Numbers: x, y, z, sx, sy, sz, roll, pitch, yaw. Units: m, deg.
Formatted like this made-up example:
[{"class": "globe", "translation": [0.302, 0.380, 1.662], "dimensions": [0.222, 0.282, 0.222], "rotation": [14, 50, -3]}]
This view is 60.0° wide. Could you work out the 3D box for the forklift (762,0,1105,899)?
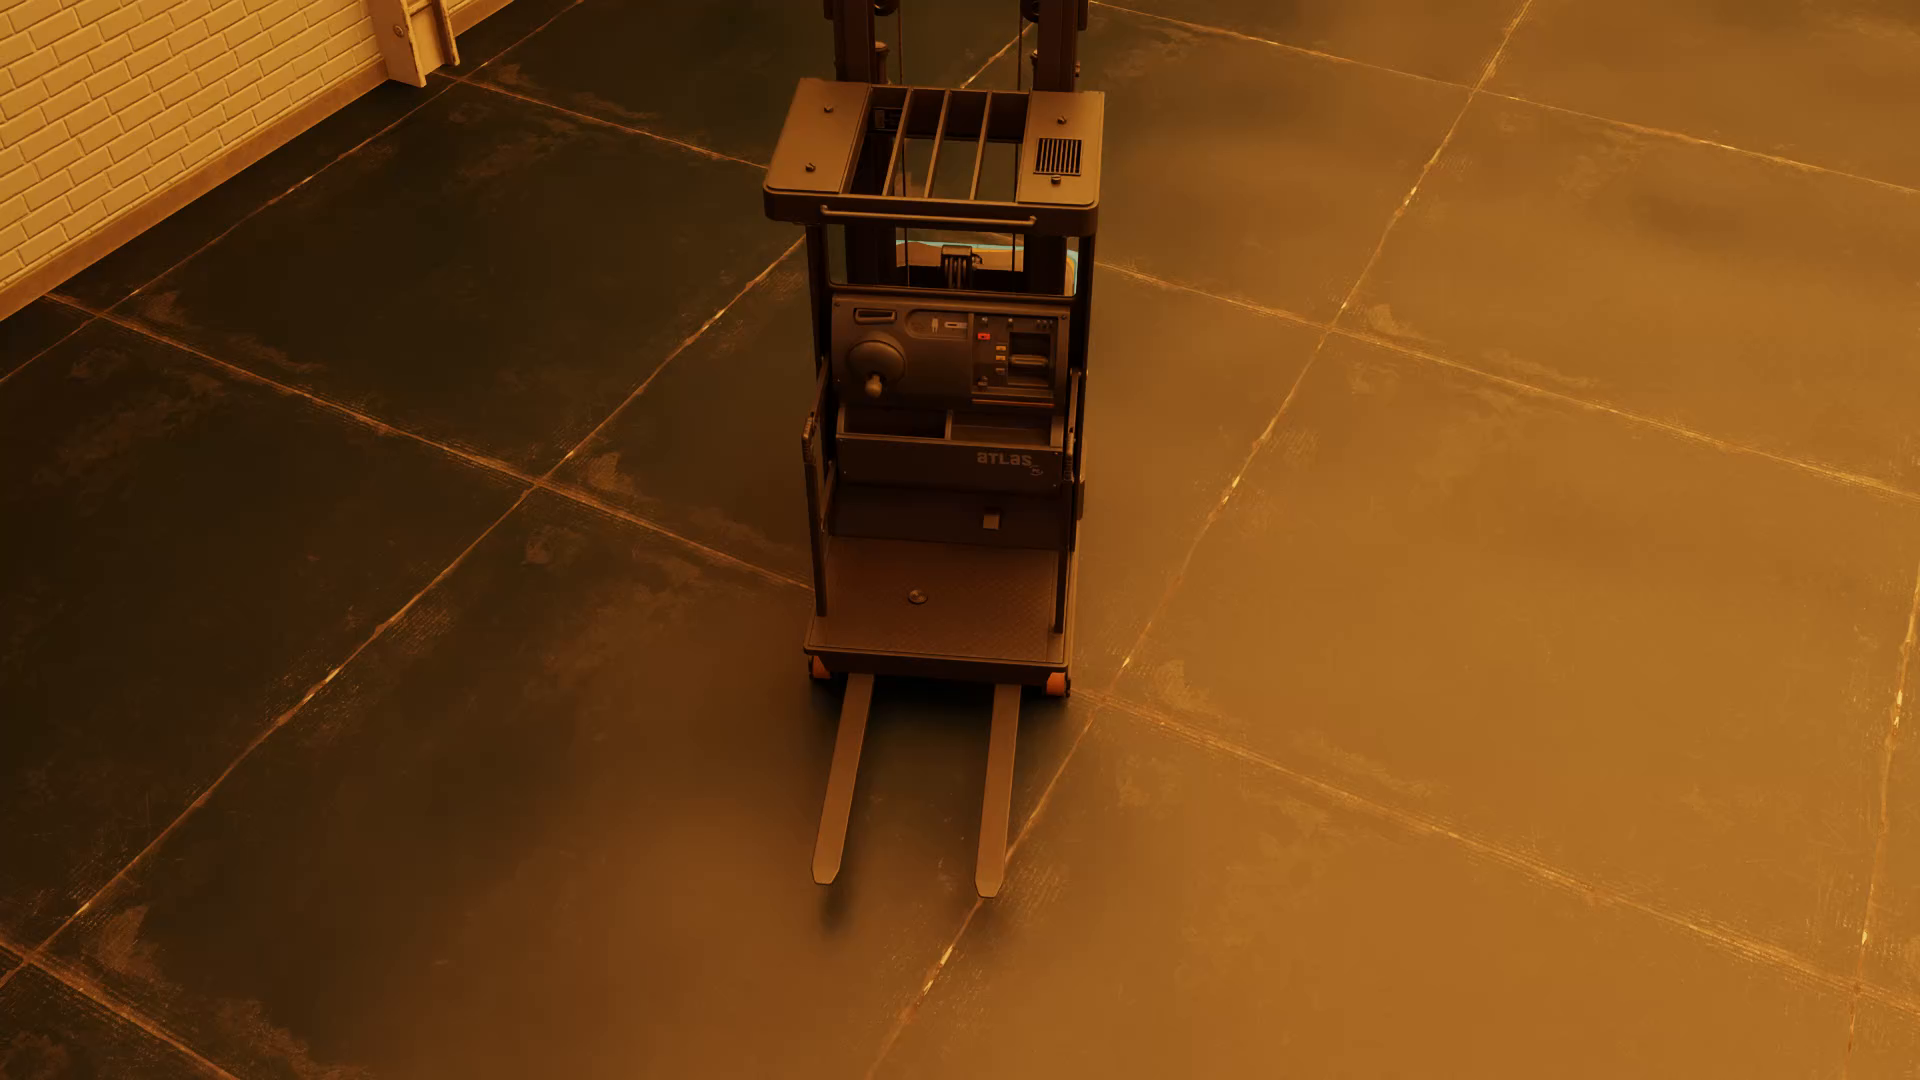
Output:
[{"class": "forklift", "translation": [-0.059, -0.651, 6.345], "dimensions": [1.130, 2.935, 3.031], "rotation": [4, 43, 4]}]
